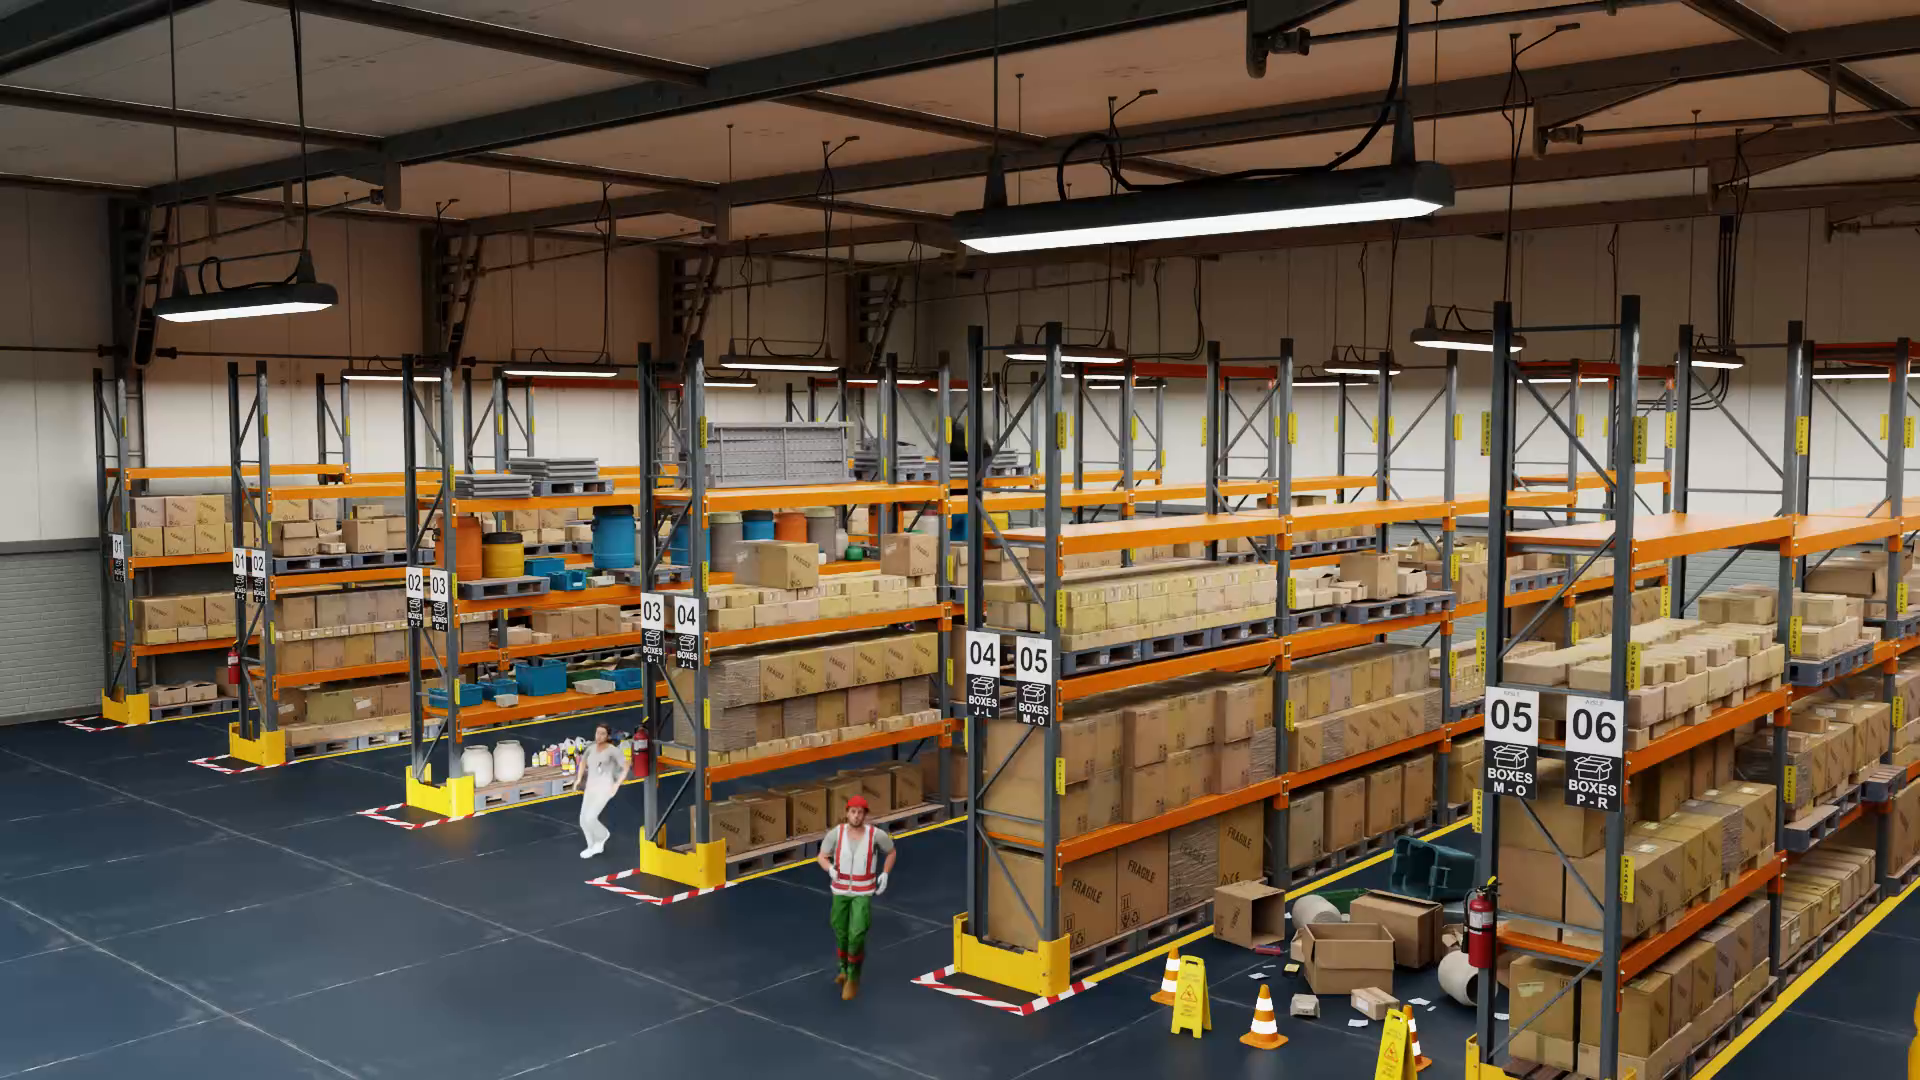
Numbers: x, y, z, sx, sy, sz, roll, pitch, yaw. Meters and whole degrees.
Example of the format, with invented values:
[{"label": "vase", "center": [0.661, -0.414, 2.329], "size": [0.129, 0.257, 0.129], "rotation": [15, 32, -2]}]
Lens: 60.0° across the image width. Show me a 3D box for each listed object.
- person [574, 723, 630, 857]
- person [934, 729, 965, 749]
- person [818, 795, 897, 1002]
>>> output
[{"label": "person", "center": [-4.218, 2.932, 19.391], "size": [0.621, 1.616, 0.537], "rotation": [2, 5, 28]}, {"label": "person", "center": [-0.089, 2.459, 24.586], "size": [0.677, 1.837, 0.903], "rotation": [3, 5, 36]}, {"label": "person", "center": [-0.943, 3.181, 14.863], "size": [0.678, 1.807, 0.658], "rotation": [1, 4, 9]}]
